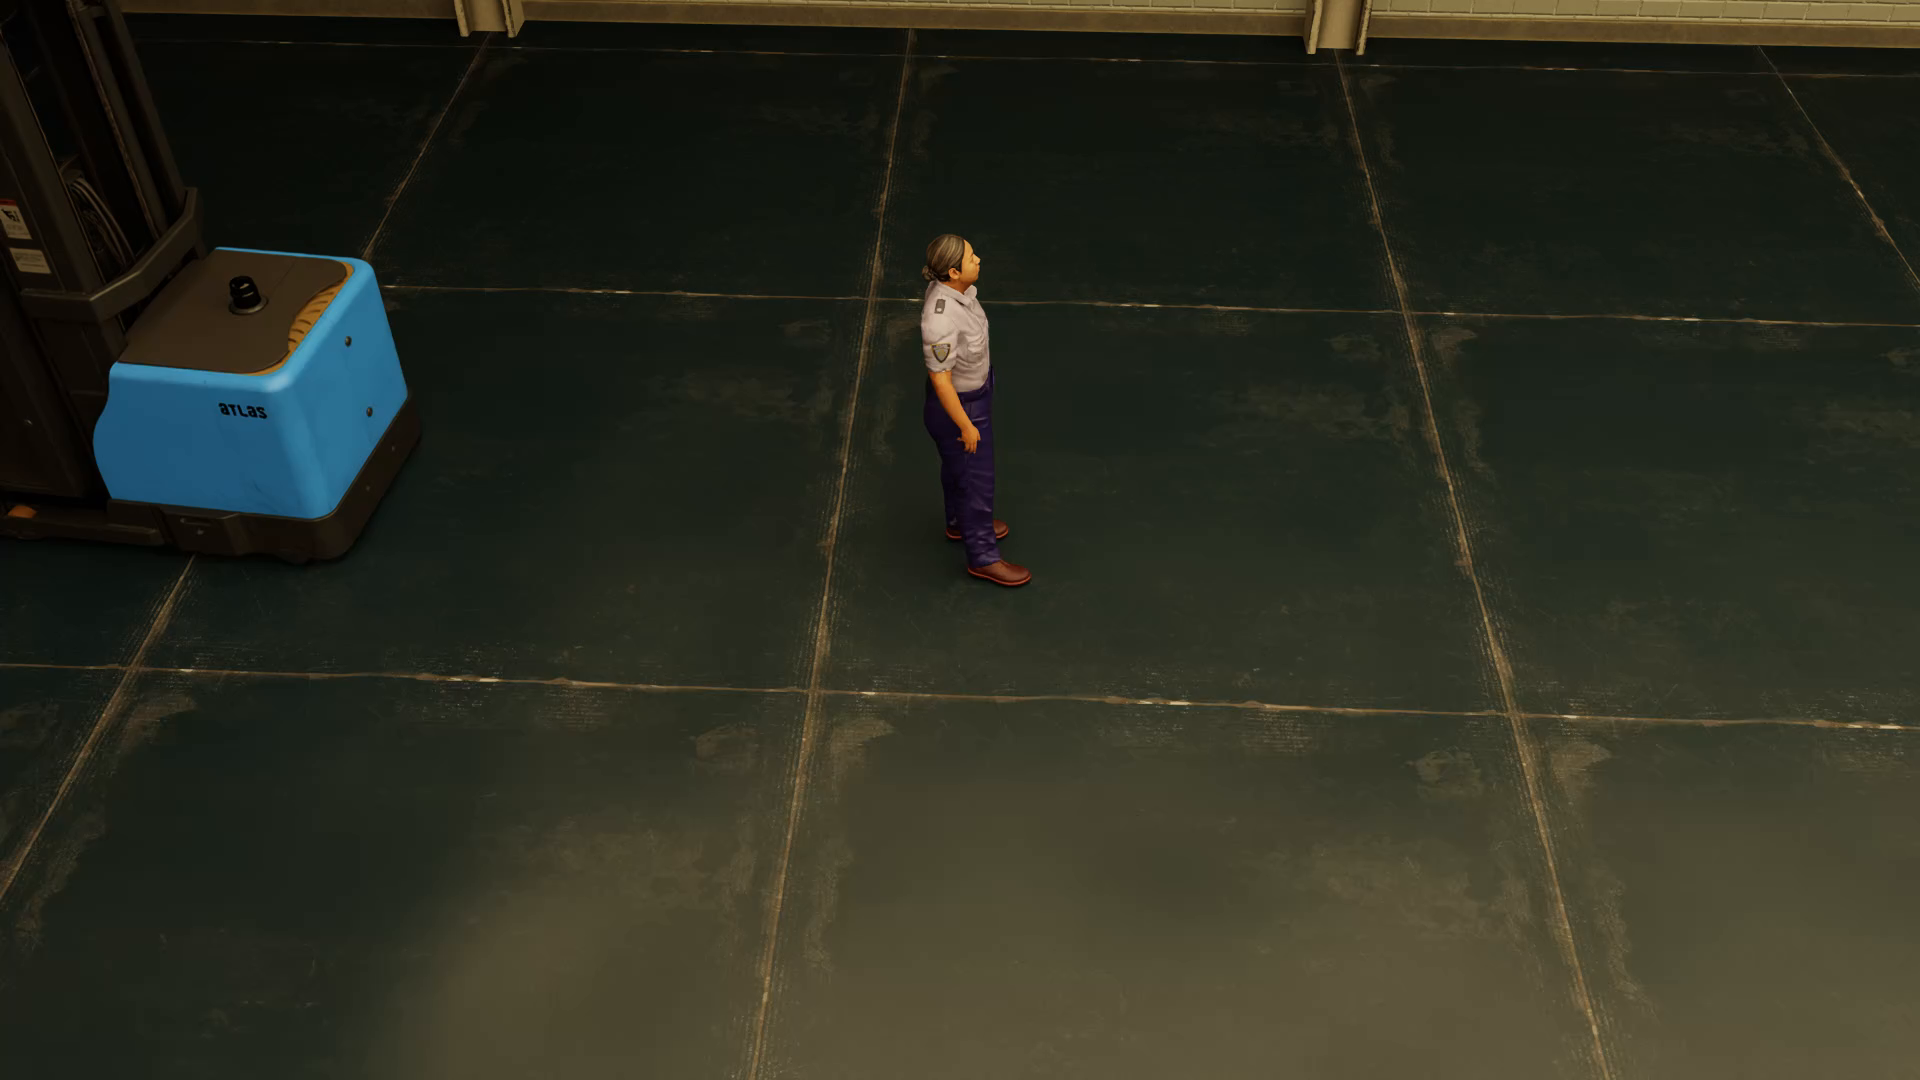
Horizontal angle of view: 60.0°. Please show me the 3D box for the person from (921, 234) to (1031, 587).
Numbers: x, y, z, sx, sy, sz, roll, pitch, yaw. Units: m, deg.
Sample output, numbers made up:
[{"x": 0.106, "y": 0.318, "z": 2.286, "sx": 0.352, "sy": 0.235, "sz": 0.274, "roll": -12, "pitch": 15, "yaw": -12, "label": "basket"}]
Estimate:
[{"x": 0.088, "y": -0.596, "z": 7.335, "sx": 0.503, "sy": 1.651, "sz": 0.598, "roll": 2, "pitch": 42, "yaw": 2, "label": "person"}]

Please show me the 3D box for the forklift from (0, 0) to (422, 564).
[{"x": -4.282, "y": -1.429, "z": 7.308, "sx": 3.031, "sy": 2.935, "sz": 1.130, "roll": 6, "pitch": 43, "yaw": 6, "label": "forklift"}]
